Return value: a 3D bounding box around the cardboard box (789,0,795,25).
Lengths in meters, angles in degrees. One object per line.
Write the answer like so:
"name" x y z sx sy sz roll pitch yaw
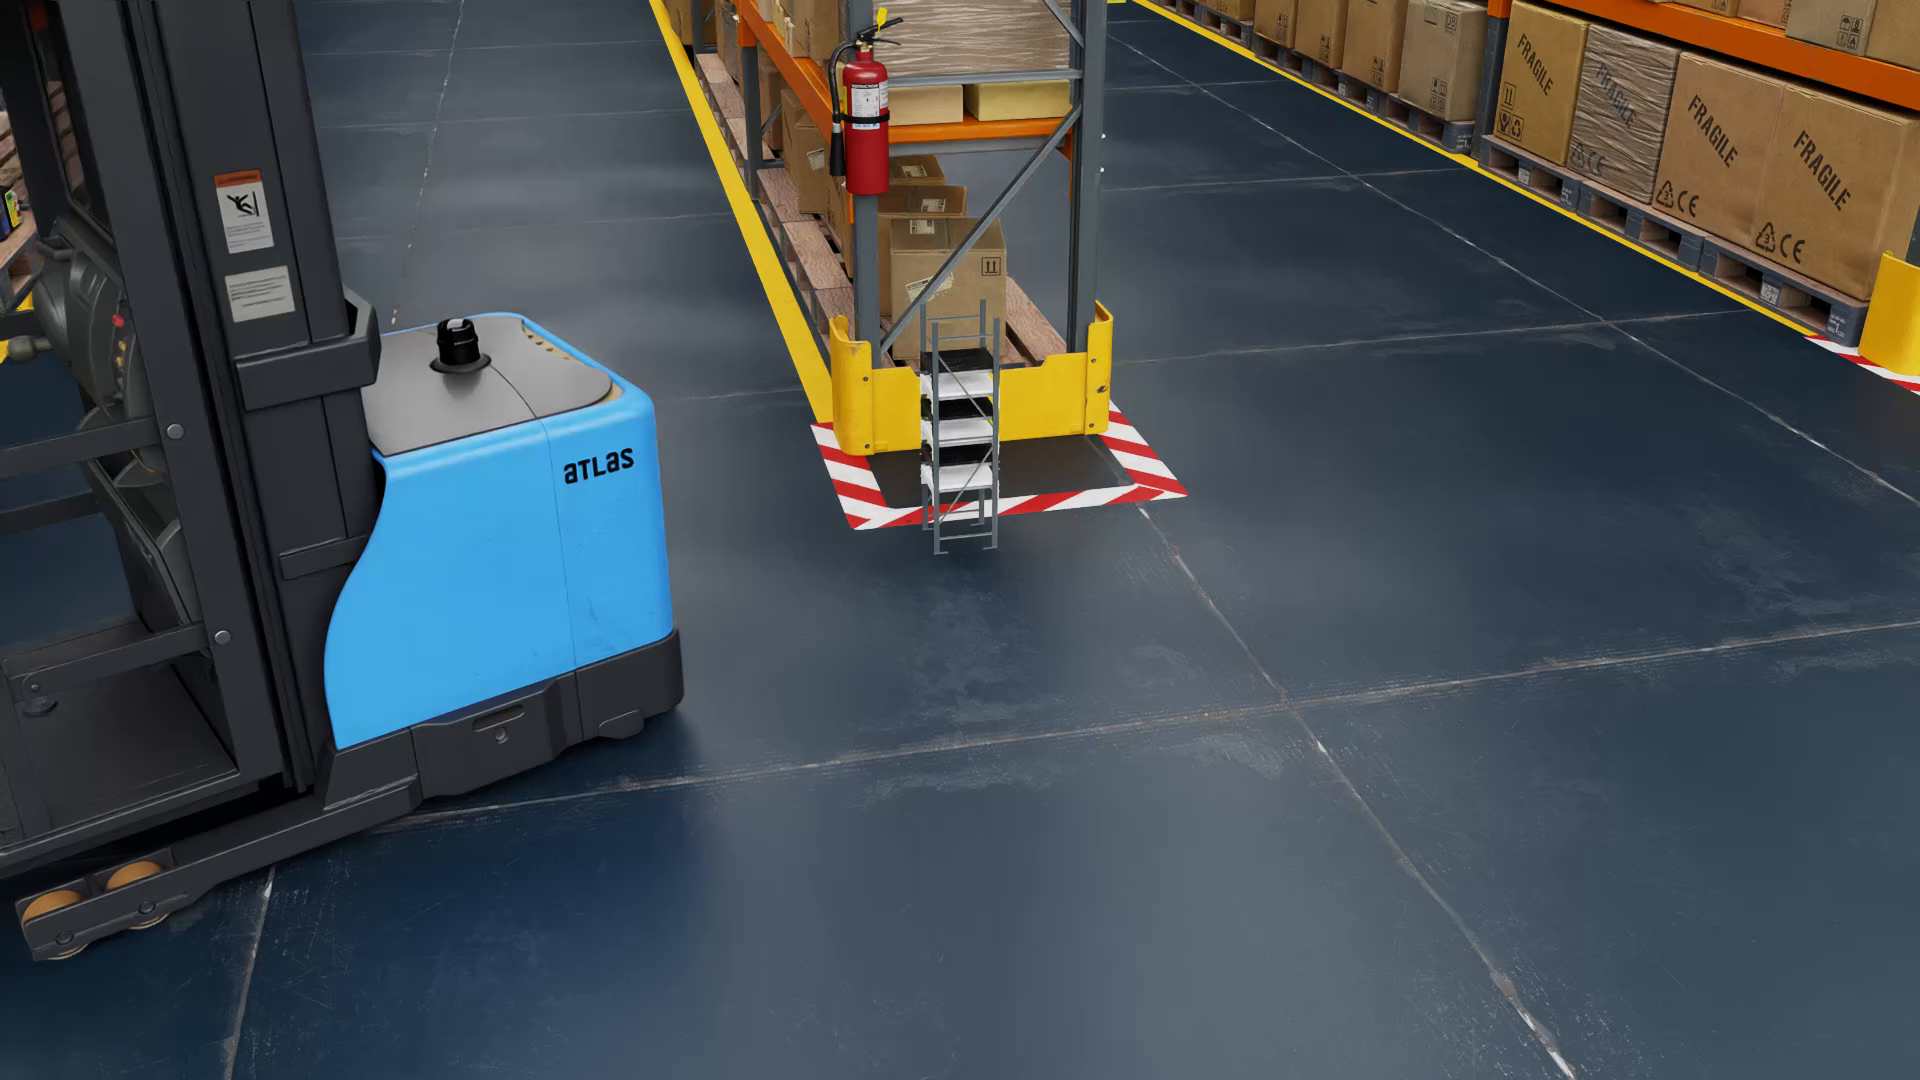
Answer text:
"cardboard box" -0.332 -2.640 7.710 0.875 0.500 0.500 -6 27 -12

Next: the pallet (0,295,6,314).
"pallet" -5.272 -0.959 7.916 1.003 0.211 1.213 -6 27 -12

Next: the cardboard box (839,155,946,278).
"cardboard box" -0.349 -1.670 8.538 0.500 0.500 0.500 -3 27 -7

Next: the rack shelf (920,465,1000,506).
"rack shelf" -0.002 -0.215 6.150 0.258 0.077 0.200 -6 27 -12

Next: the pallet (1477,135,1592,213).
"pallet" 4.115 -2.416 10.802 1.003 0.211 1.213 -6 27 -12

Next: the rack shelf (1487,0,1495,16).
"rack shelf" 3.569 -4.559 12.752 1.077 0.370 4.000 -6 27 -12

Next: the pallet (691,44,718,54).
"pallet" -1.841 -4.408 14.749 1.003 0.211 1.213 -6 27 -12

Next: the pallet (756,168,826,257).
"pallet" -0.650 -2.007 9.992 1.003 0.211 1.213 -6 27 -12

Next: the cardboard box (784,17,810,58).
"cardboard box" -0.640 -2.427 8.008 0.380 0.149 0.250 -6 27 -12

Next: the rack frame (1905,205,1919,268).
"rack frame" 4.921 -2.246 7.371 1.000 3.000 0.127 -6 27 -12

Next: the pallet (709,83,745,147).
"pallet" -1.291 -3.176 12.309 1.003 0.211 1.213 -6 27 -12

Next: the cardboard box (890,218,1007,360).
"cardboard box" -0.059 -1.134 7.476 0.500 0.500 0.500 -1 27 -2

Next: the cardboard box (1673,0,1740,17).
"cardboard box" 4.484 -3.198 9.090 0.875 0.550 0.500 -6 27 -12

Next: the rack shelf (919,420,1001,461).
"rack shelf" -0.002 -0.376 6.069 0.258 0.077 0.200 -6 27 -12

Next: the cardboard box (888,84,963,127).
"cardboard box" -0.200 -1.779 6.724 0.380 0.149 0.250 -6 27 -12

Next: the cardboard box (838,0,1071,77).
"cardboard box" -0.031 -2.209 6.856 0.875 0.500 0.500 -6 27 -12

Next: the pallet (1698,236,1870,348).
"pallet" 4.665 -1.344 8.679 1.003 0.211 1.213 -6 27 -12

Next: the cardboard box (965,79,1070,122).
"cardboard box" 0.234 -1.824 6.814 0.380 0.149 0.250 -6 27 -12

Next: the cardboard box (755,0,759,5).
"cardboard box" -0.953 -3.088 9.318 0.380 0.149 0.250 -6 27 -12

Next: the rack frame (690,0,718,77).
"rack frame" -1.737 -5.299 13.419 1.000 3.000 0.127 -6 27 -12

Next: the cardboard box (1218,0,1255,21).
"cardboard box" 2.715 -5.092 15.318 0.500 0.500 0.500 -6 27 -12

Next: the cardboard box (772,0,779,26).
"cardboard box" -0.775 -2.760 8.667 0.380 0.149 0.250 -6 27 -12

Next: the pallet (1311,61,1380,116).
"pallet" 3.494 -3.625 13.198 1.003 0.211 1.213 -6 27 -12

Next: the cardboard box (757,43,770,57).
"cardboard box" -1.042 -3.106 11.361 0.700 0.500 0.500 -6 27 -12

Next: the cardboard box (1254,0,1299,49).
"cardboard box" 3.168 -4.665 14.194 1.050 0.750 0.750 -6 27 -12

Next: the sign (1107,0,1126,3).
"sign" 0.594 -2.229 6.376 0.100 0.325 0.005 -6 27 -12

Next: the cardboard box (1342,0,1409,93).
"cardboard box" 3.578 -3.873 12.624 1.050 0.750 0.750 -6 27 -12

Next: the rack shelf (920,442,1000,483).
"rack shelf" -0.002 -0.295 6.110 0.258 0.077 0.200 -6 27 -12

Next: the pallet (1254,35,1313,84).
"pallet" 3.222 -4.160 14.257 1.003 0.211 1.213 -6 27 -12

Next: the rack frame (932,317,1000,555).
"rack frame" 0.021 -0.361 5.966 0.240 0.900 0.006 -6 27 -12

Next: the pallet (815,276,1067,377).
"pallet" -0.100 -0.936 7.869 1.003 0.211 1.213 -6 27 -12

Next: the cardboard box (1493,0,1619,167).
"cardboard box" 4.093 -2.958 10.673 0.875 0.875 0.875 -6 27 -11

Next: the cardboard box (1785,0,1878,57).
"cardboard box" 4.648 -2.711 8.125 0.875 0.550 0.550 -6 27 -12

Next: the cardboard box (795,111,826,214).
"cardboard box" -0.648 -2.184 9.556 0.500 0.500 0.500 2 27 5

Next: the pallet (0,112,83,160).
"pallet" -6.154 -2.673 11.311 1.003 0.211 1.213 -6 27 -12

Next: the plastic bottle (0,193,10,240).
"plastic bottle" -5.235 -1.800 8.939 0.144 0.351 0.185 -7 28 -13

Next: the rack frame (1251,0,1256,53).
"rack frame" 3.118 -5.758 14.329 1.000 3.000 0.127 -6 27 -12

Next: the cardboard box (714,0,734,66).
"cardboard box" -1.567 -4.087 13.305 0.700 0.500 0.500 -7 28 -14

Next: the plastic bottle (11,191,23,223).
"plastic bottle" -5.276 -1.859 9.222 0.097 0.201 0.097 0 27 0

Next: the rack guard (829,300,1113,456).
"rack guard" 0.049 -0.704 7.091 1.175 0.500 0.348 -6 27 -12

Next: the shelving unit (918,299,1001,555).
"shelving unit" -0.002 -0.405 6.054 0.258 0.900 0.210 -6 27 -12

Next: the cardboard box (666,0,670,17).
"cardboard box" -2.066 -5.235 15.185 1.225 0.875 0.875 -6 27 -11

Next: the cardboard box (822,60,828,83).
"cardboard box" -0.403 -2.105 7.369 0.380 0.149 0.250 -6 27 -12

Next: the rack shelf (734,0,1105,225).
"rack shelf" -0.385 -2.344 8.363 1.077 0.370 4.000 -6 27 -12

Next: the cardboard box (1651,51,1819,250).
"cardboard box" 4.503 -2.162 9.097 0.875 0.875 0.875 -6 27 -12

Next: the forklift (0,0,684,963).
"forklift" -2.333 -0.528 4.044 3.031 2.935 1.130 -19 32 -33

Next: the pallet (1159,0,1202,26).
"pallet" 2.672 -5.391 16.697 1.003 0.211 1.213 -6 27 -12

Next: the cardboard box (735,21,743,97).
"cardboard box" -1.295 -3.597 12.333 0.700 0.500 0.500 -4 27 -7

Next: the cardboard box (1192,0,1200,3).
"cardboard box" 2.467 -5.551 16.227 0.500 0.500 0.500 -7 28 -14

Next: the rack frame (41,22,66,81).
"rack frame" -6.563 -4.796 12.423 1.000 3.000 0.127 -6 27 -12
